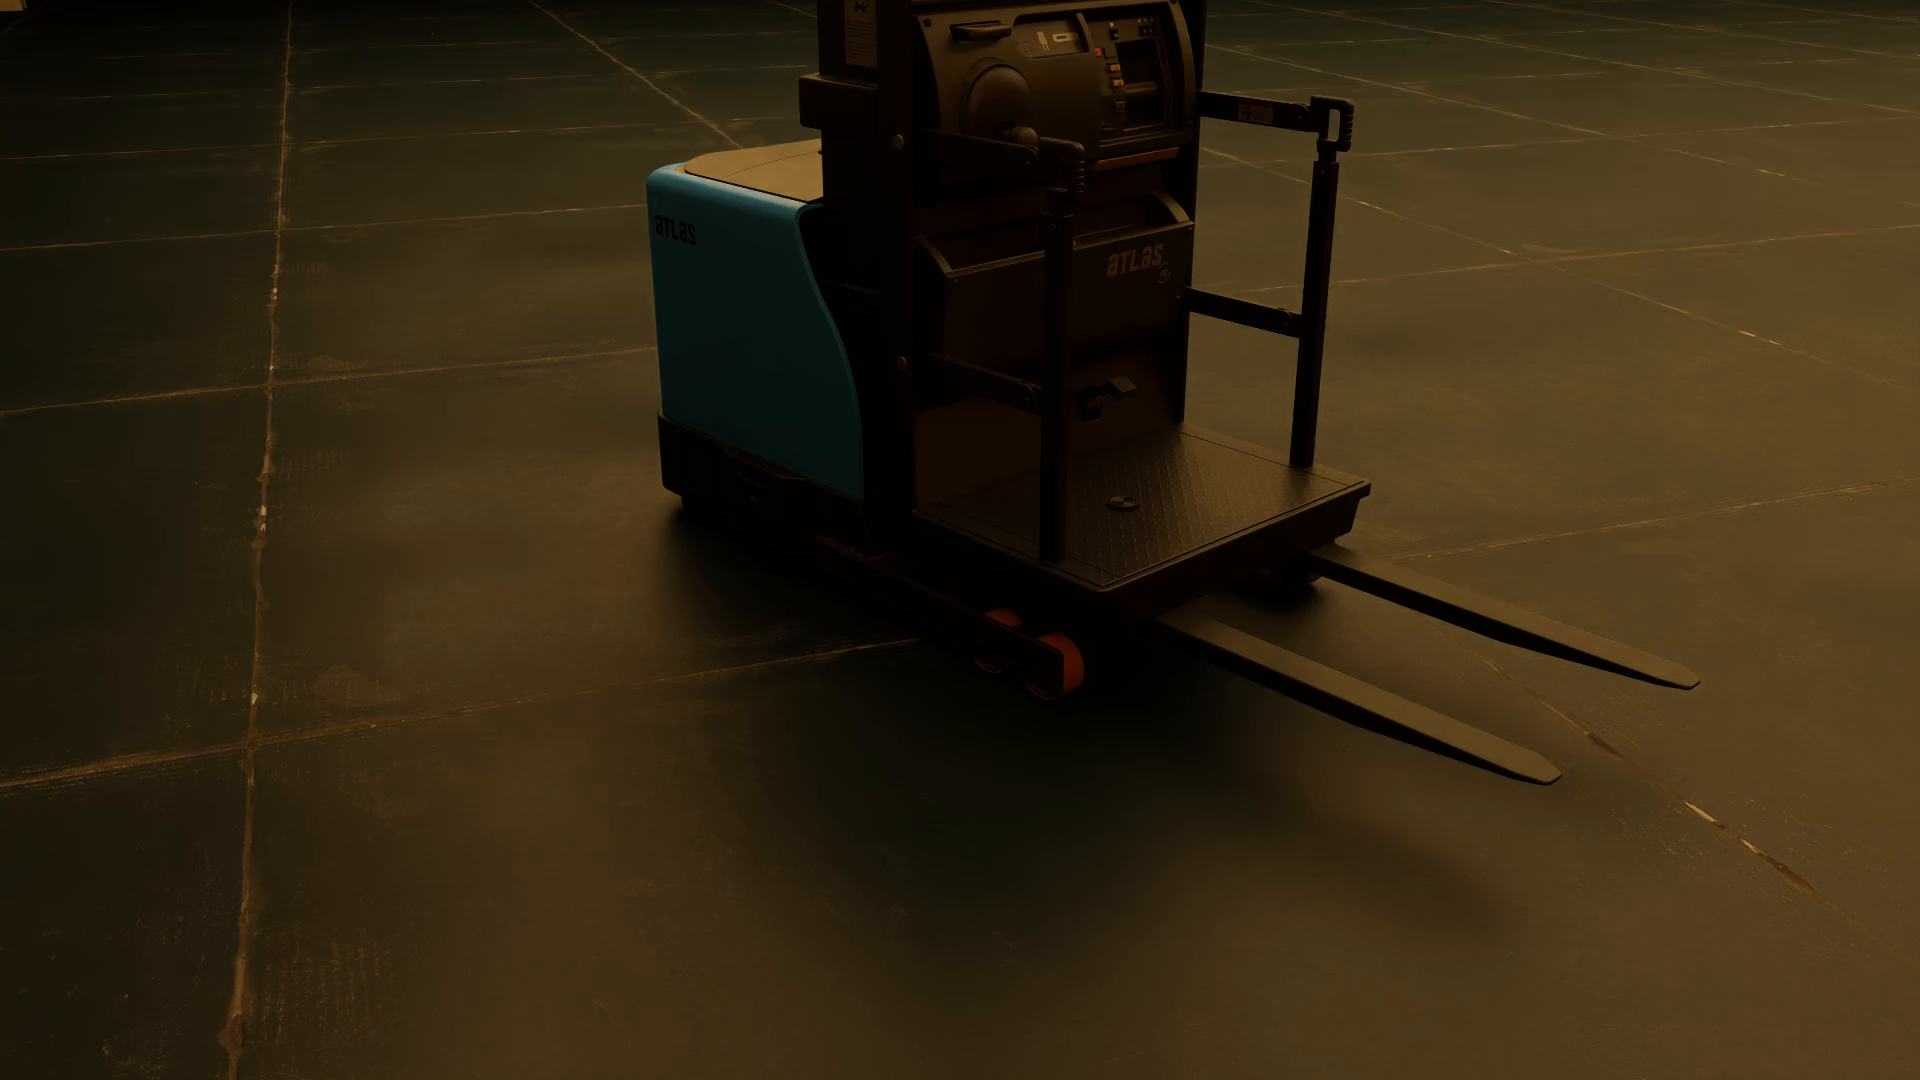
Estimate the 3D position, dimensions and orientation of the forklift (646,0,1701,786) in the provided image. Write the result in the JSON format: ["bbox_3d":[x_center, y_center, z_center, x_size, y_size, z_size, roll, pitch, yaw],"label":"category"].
[{"bbox_3d":[0.409,-1.176,4.096,1.130,2.935,3.031,-19,30,-38],"label":"forklift"}]
